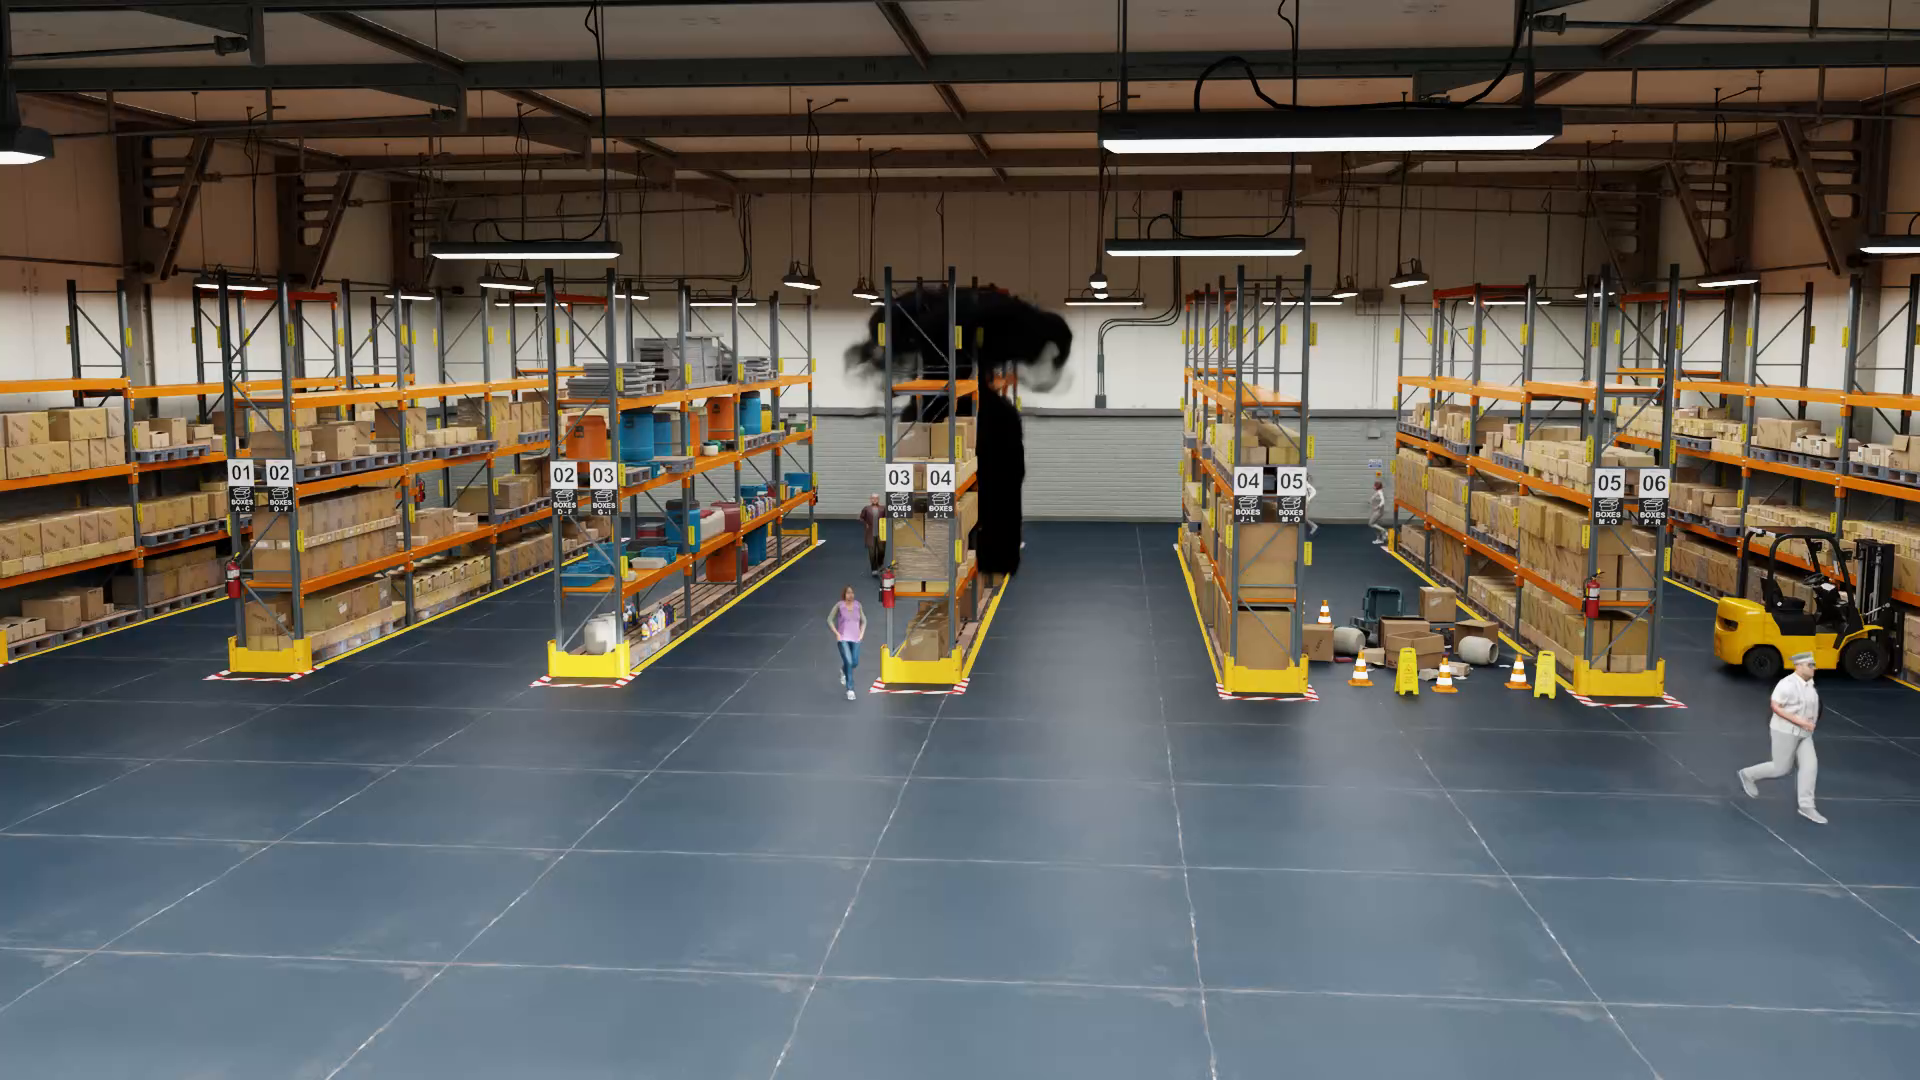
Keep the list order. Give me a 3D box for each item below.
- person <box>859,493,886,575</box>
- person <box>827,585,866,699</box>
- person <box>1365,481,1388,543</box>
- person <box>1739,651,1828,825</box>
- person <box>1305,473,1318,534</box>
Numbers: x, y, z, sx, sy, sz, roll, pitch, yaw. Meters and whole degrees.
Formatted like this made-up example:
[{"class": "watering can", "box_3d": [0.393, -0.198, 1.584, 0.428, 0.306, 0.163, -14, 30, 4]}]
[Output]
[{"class": "person", "box_3d": [-1.768, -0.106, 34.896, 0.698, 1.735, 0.633, 0, 7, -4]}, {"class": "person", "box_3d": [-1.592, 1.409, 23.373, 0.552, 1.584, 0.685, -3, 7, -22]}, {"class": "person", "box_3d": [10.147, -0.670, 40.493, 0.568, 1.545, 0.558, 2, 7, 13]}, {"class": "person", "box_3d": [8.732, 2.019, 17.510, 0.686, 1.778, 0.981, -5, 8, -34]}, {"class": "person", "box_3d": [8.528, -0.863, 41.343, 0.907, 1.692, 0.616, -2, 7, -15]}]
